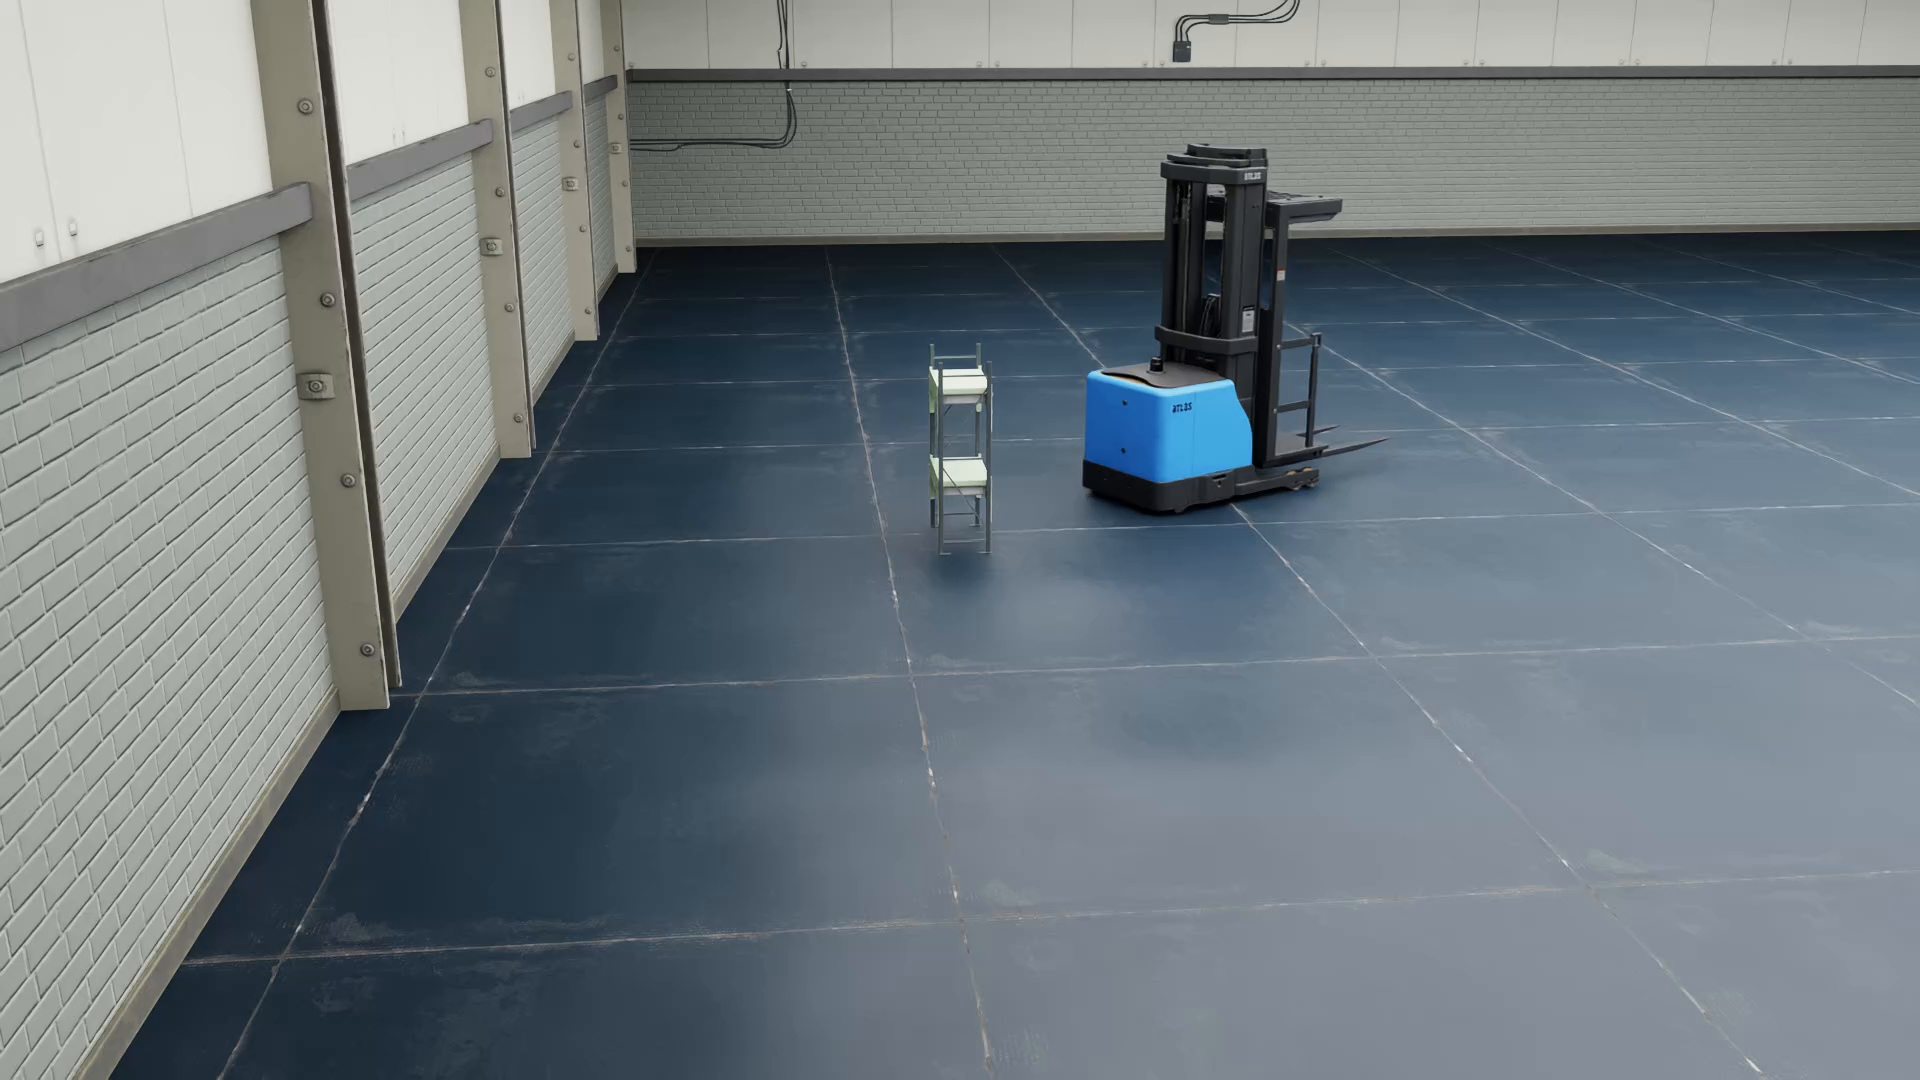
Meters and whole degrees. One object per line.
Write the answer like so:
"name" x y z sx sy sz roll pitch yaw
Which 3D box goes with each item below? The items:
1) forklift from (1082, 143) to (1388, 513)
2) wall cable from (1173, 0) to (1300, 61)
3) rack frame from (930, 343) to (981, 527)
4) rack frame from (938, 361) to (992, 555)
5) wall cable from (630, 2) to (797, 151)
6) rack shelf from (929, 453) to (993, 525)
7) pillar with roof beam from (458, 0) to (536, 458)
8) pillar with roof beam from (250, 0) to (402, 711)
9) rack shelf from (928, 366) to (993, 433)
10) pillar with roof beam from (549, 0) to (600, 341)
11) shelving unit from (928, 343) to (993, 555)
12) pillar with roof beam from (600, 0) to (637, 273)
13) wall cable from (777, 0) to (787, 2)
"forklift" 2.557 -1.948 14.488 3.031 2.935 1.130 -12 21 -34
"wall cable" 4.998 -11.530 29.202 2.305 6.003 0.169 -2 18 -6
"rack frame" -0.038 -0.827 13.306 0.400 1.500 0.023 -2 18 -6
"rack frame" 0.037 -0.609 12.611 0.400 1.500 0.023 -2 18 -6
"wall cable" -4.446 -8.137 29.257 3.097 2.526 0.112 -2 18 -6
"rack shelf" -0.001 -0.407 13.056 0.431 0.370 0.720 -2 18 -6
"pillar with roof beam" 0.062 -5.258 14.902 9.100 9.000 0.400 -2 18 -6
"pillar with roof beam" 0.681 -3.470 9.208 9.100 9.000 0.400 -2 18 -6
"rack shelf" -0.001 -1.090 12.842 0.431 0.370 0.720 -2 18 -6
"pillar with roof beam" -0.557 -7.046 20.596 9.100 9.000 0.400 -2 18 -6
"shelving unit" -0.001 -0.718 12.959 0.431 1.500 0.755 -2 18 -6
"pillar with roof beam" -1.175 -8.833 26.290 9.100 9.000 0.400 -2 18 -6
"wall cable" -1.755 -10.631 28.767 3.097 2.526 0.112 -2 18 -6
